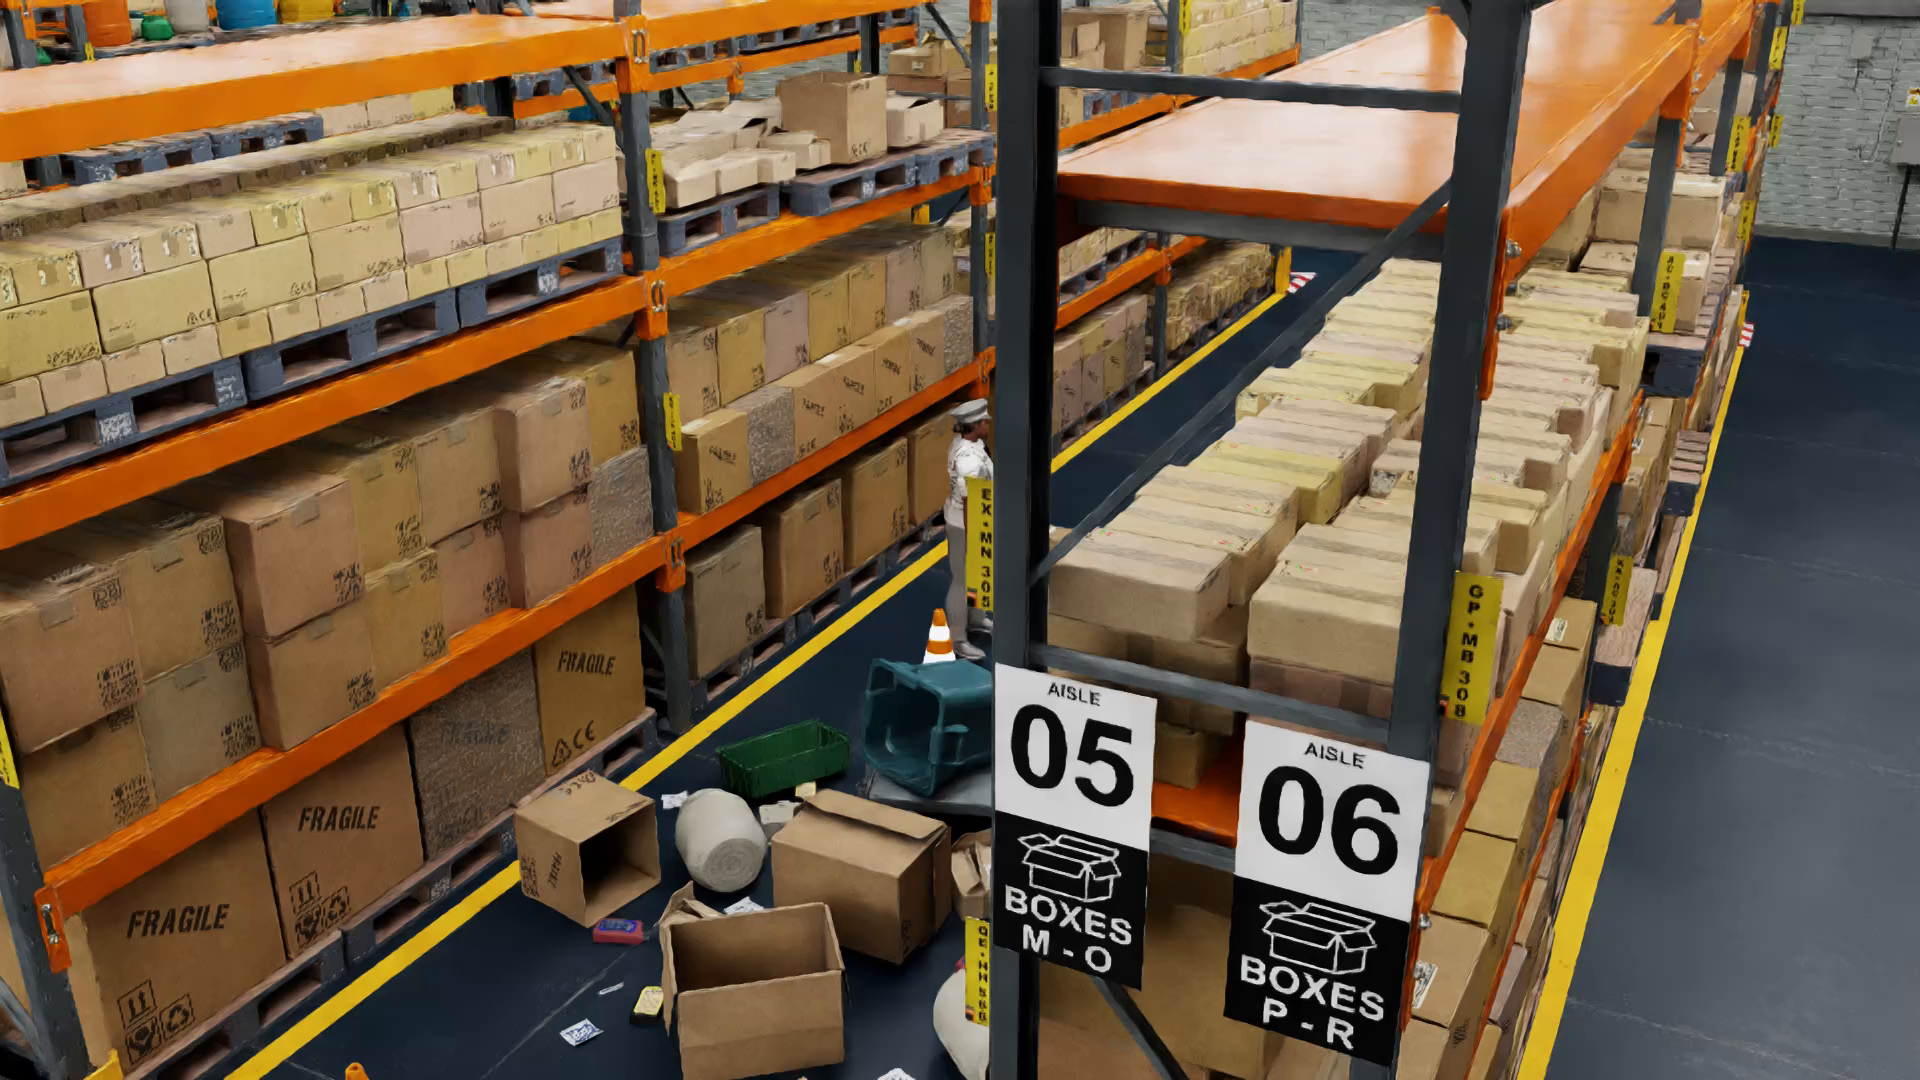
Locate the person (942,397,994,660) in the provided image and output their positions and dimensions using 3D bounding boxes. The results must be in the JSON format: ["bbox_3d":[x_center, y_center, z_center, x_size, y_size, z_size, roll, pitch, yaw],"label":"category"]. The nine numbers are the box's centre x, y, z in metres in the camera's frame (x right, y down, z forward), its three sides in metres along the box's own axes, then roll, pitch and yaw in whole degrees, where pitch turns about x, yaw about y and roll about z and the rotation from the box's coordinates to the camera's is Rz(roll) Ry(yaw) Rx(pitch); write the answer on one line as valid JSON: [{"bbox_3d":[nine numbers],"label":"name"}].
[{"bbox_3d":[0.101,-0.090,10.723,0.430,1.685,0.519,0,23,0],"label":"person"}]
